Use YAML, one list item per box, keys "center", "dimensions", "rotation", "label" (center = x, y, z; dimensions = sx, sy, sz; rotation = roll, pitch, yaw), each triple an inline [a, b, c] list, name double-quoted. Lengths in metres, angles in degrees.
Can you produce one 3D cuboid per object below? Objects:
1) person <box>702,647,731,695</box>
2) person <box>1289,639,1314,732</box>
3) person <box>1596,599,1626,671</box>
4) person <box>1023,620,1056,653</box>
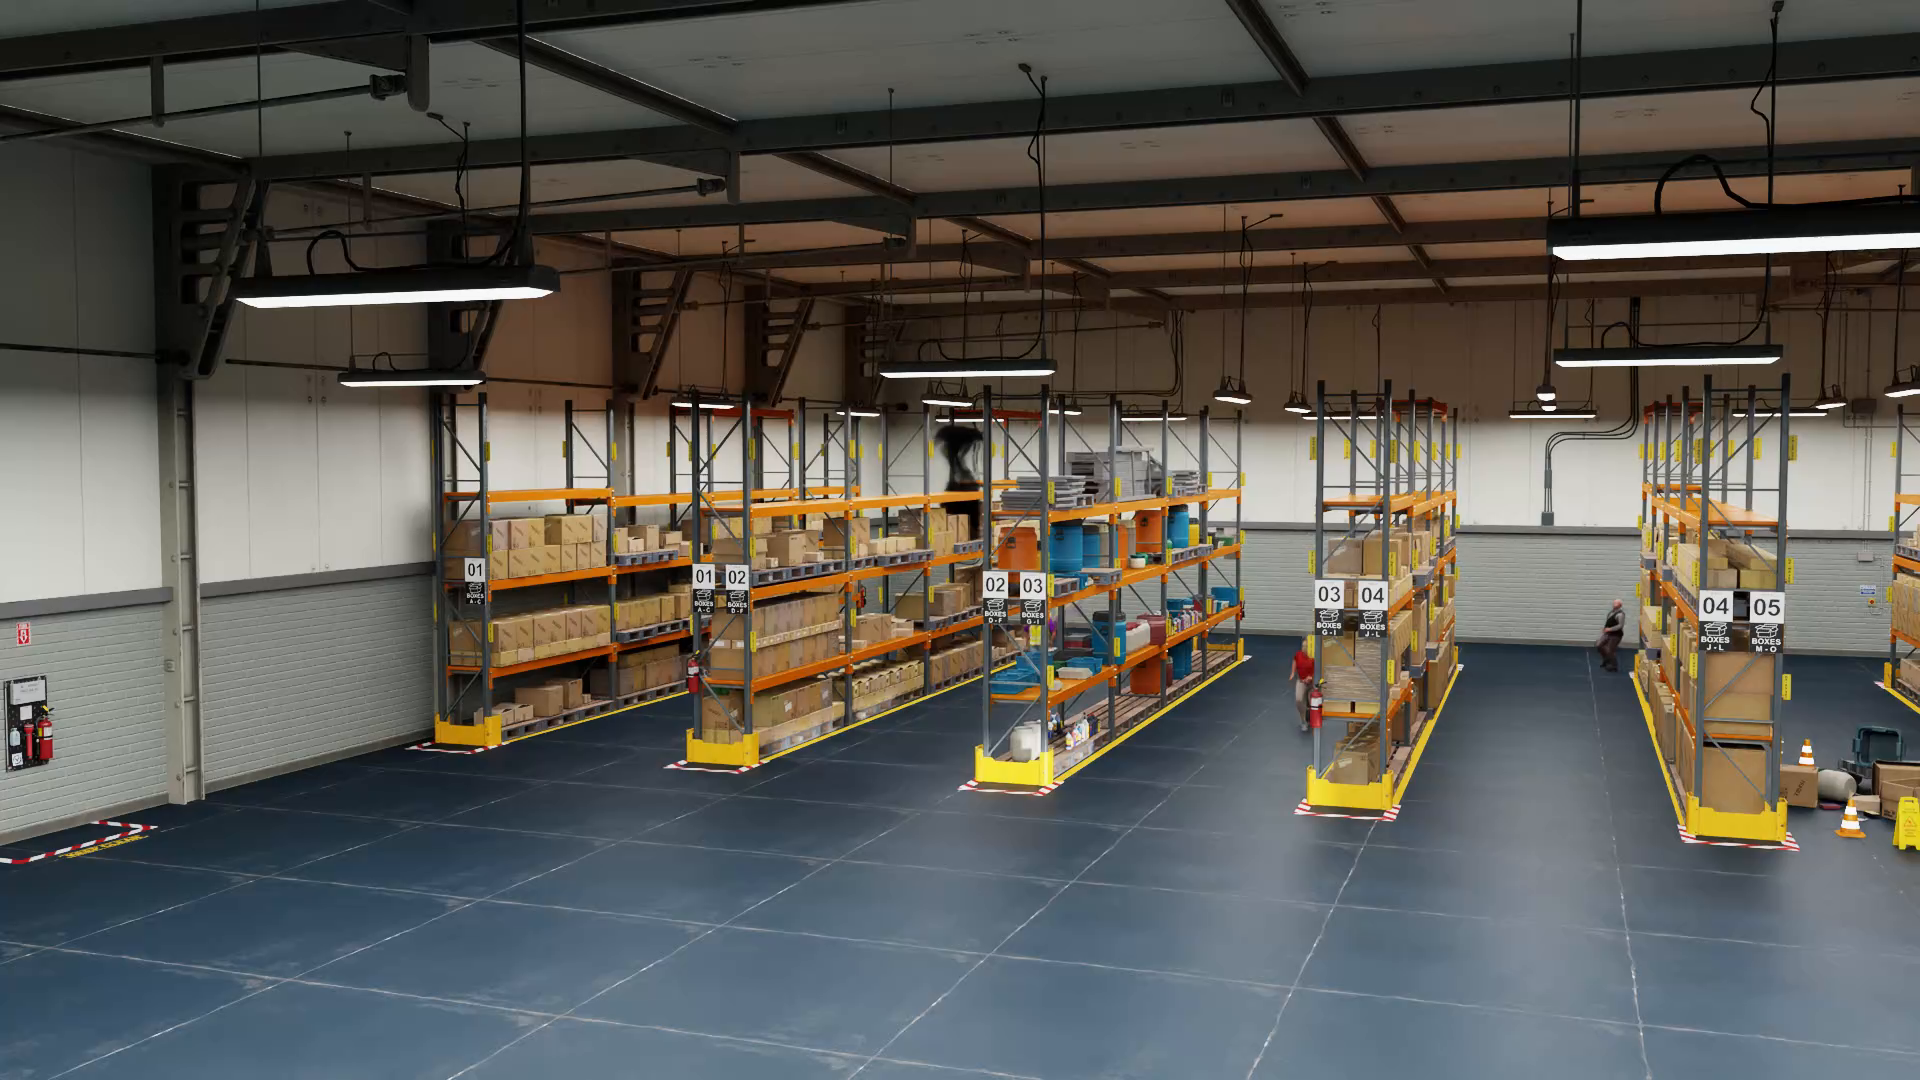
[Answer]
- center: [-4.561, 2.530, 31.200]
  dimensions: [0.686, 1.527, 0.894]
  rotation: [0, 3, -7]
  label: "person"
- center: [6.305, 2.603, 29.998]
  dimensions: [0.680, 1.690, 0.814]
  rotation: [2, 3, 26]
  label: "person"
- center: [14.759, 2.157, 37.655]
  dimensions: [0.625, 1.653, 0.657]
  rotation: [-1, 3, -14]
  label: "person"
- center: [1.667, 2.249, 35.601]
  dimensions: [0.700, 1.723, 0.582]
  rotation: [1, 3, 19]
  label: "person"
